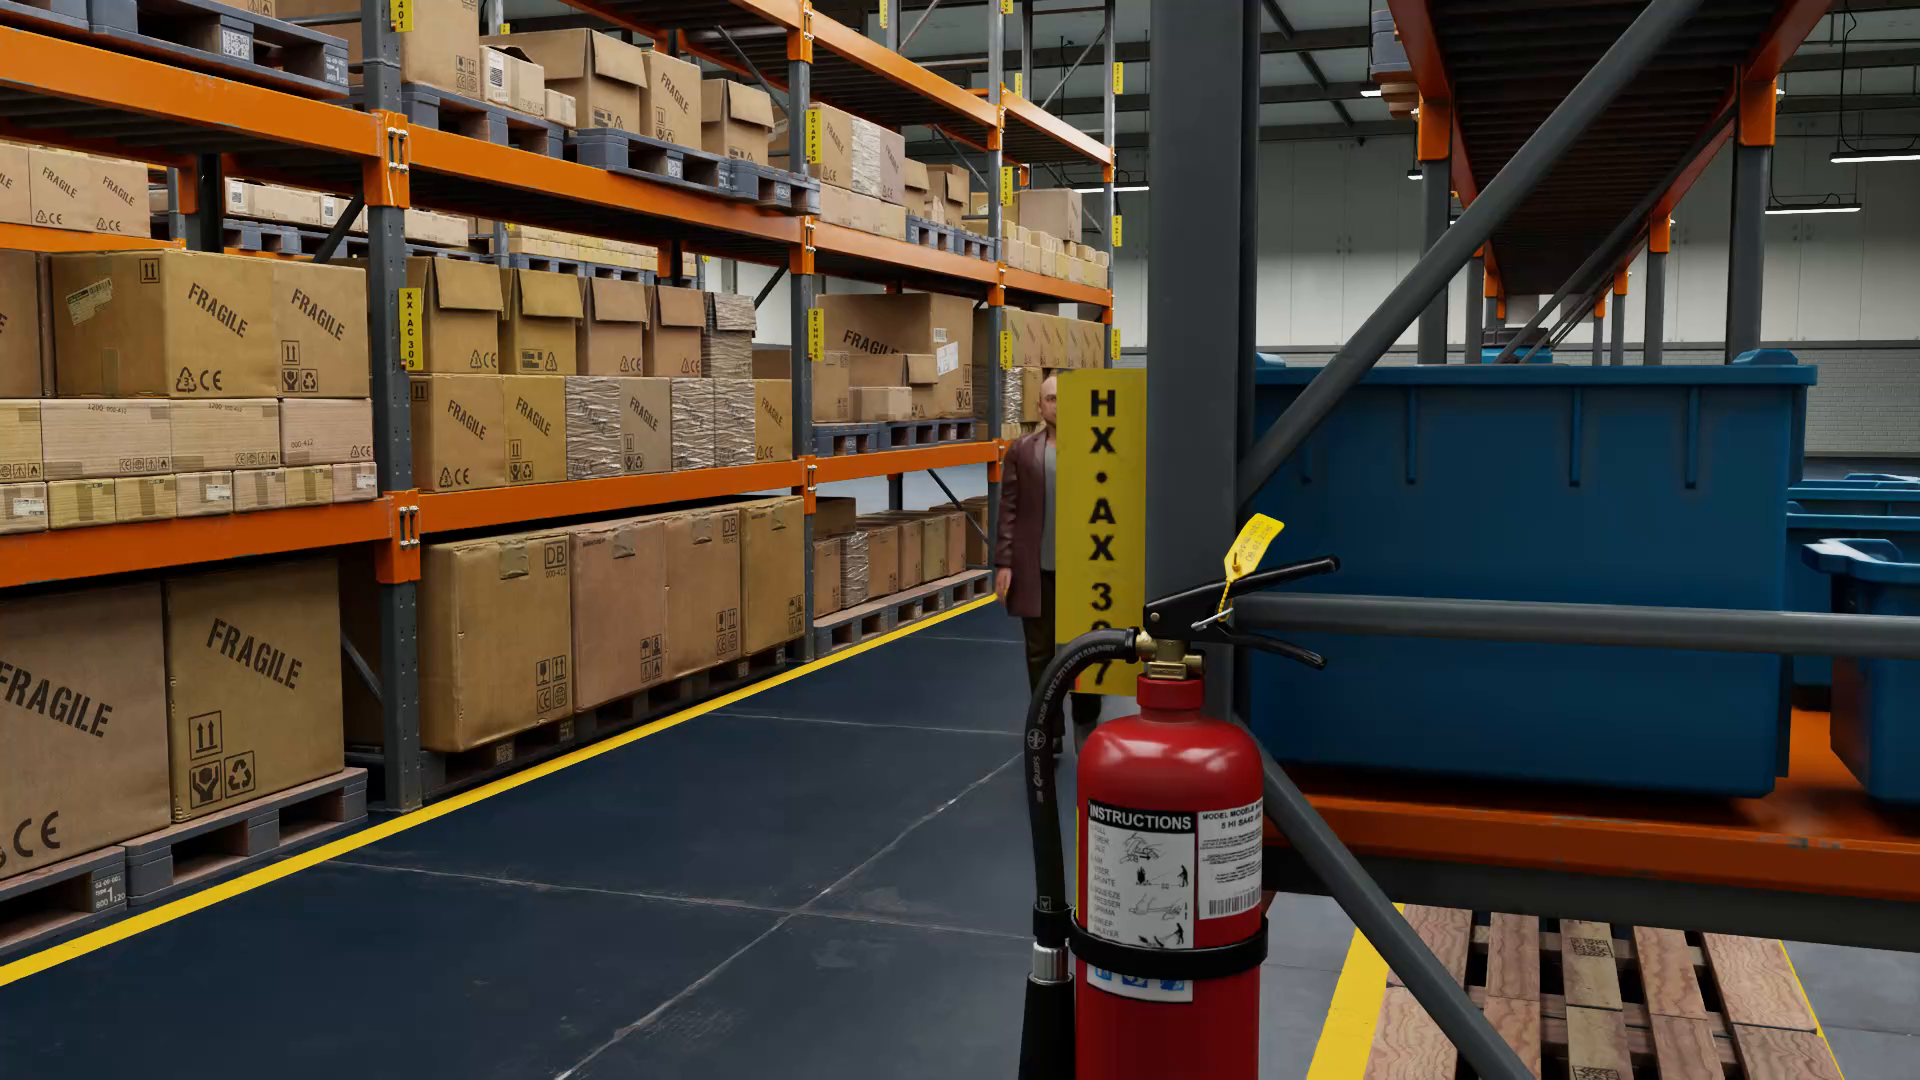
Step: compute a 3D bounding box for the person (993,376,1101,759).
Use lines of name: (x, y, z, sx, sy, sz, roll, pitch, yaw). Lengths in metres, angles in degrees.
person: (0.445, 0.142, 7.659, 0.590, 1.789, 0.511, 1, 5, 12)
